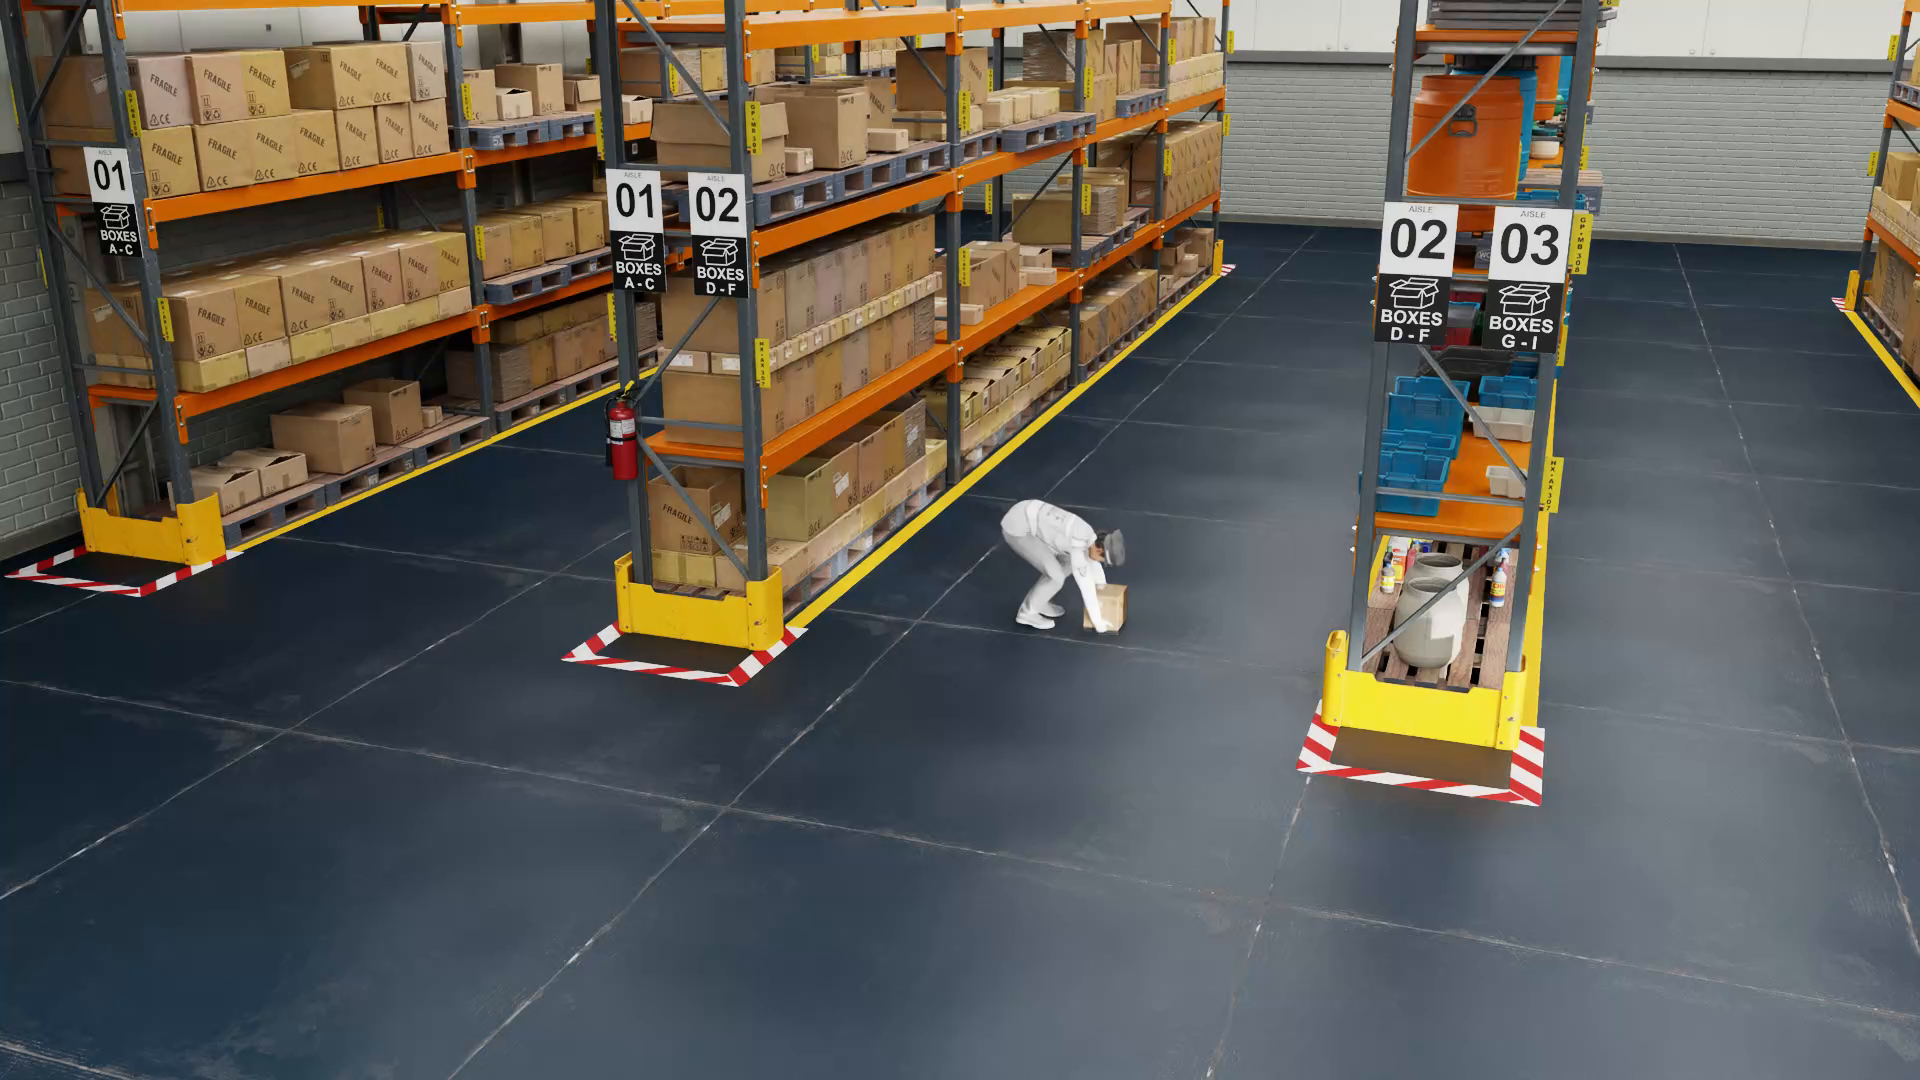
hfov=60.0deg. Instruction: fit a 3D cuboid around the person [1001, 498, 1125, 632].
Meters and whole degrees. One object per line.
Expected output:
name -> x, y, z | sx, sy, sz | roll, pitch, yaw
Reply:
person -> 0.729, 0.173, 11.780 | 0.880, 0.875, 0.464 | 5, 20, 16
